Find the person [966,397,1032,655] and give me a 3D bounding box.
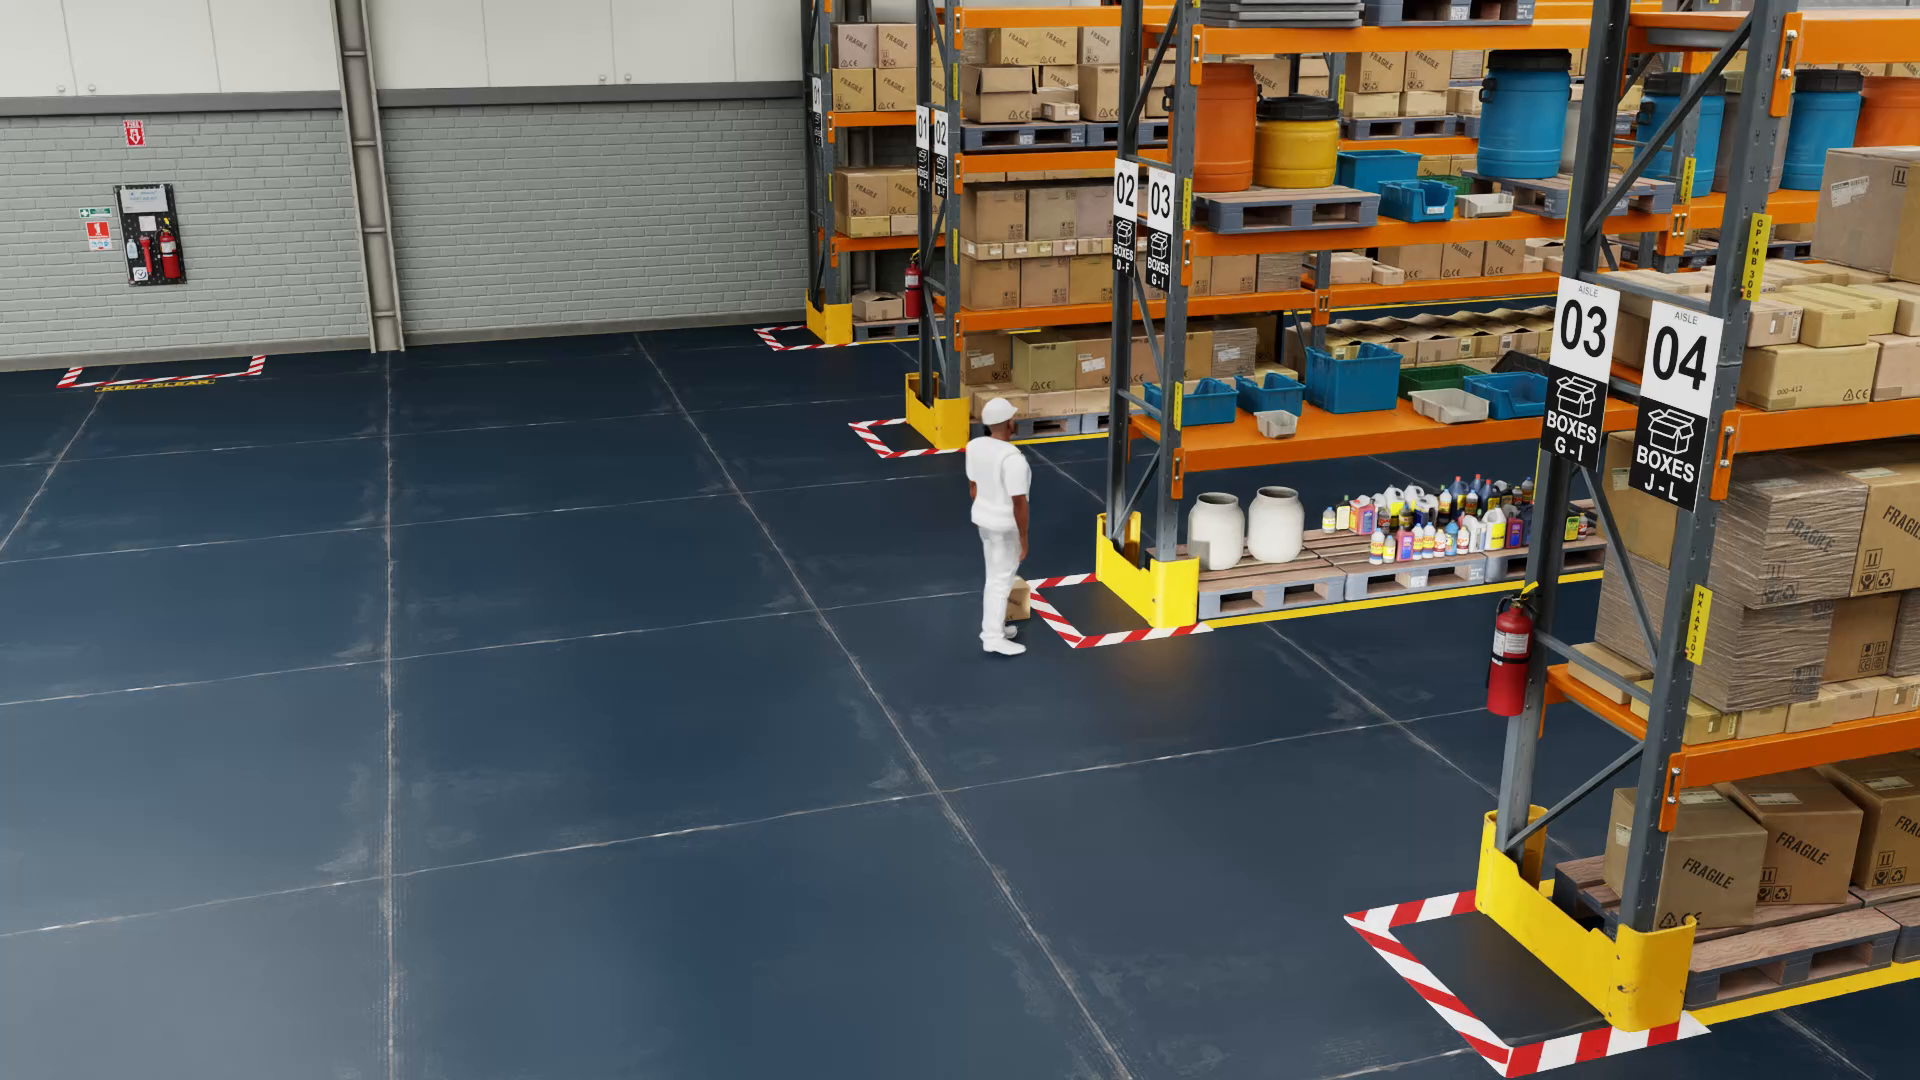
[{"bbox_3d":[0.303,-0.103,11.264,0.404,1.769,0.585,-12,23,-31],"label":"person"}]
